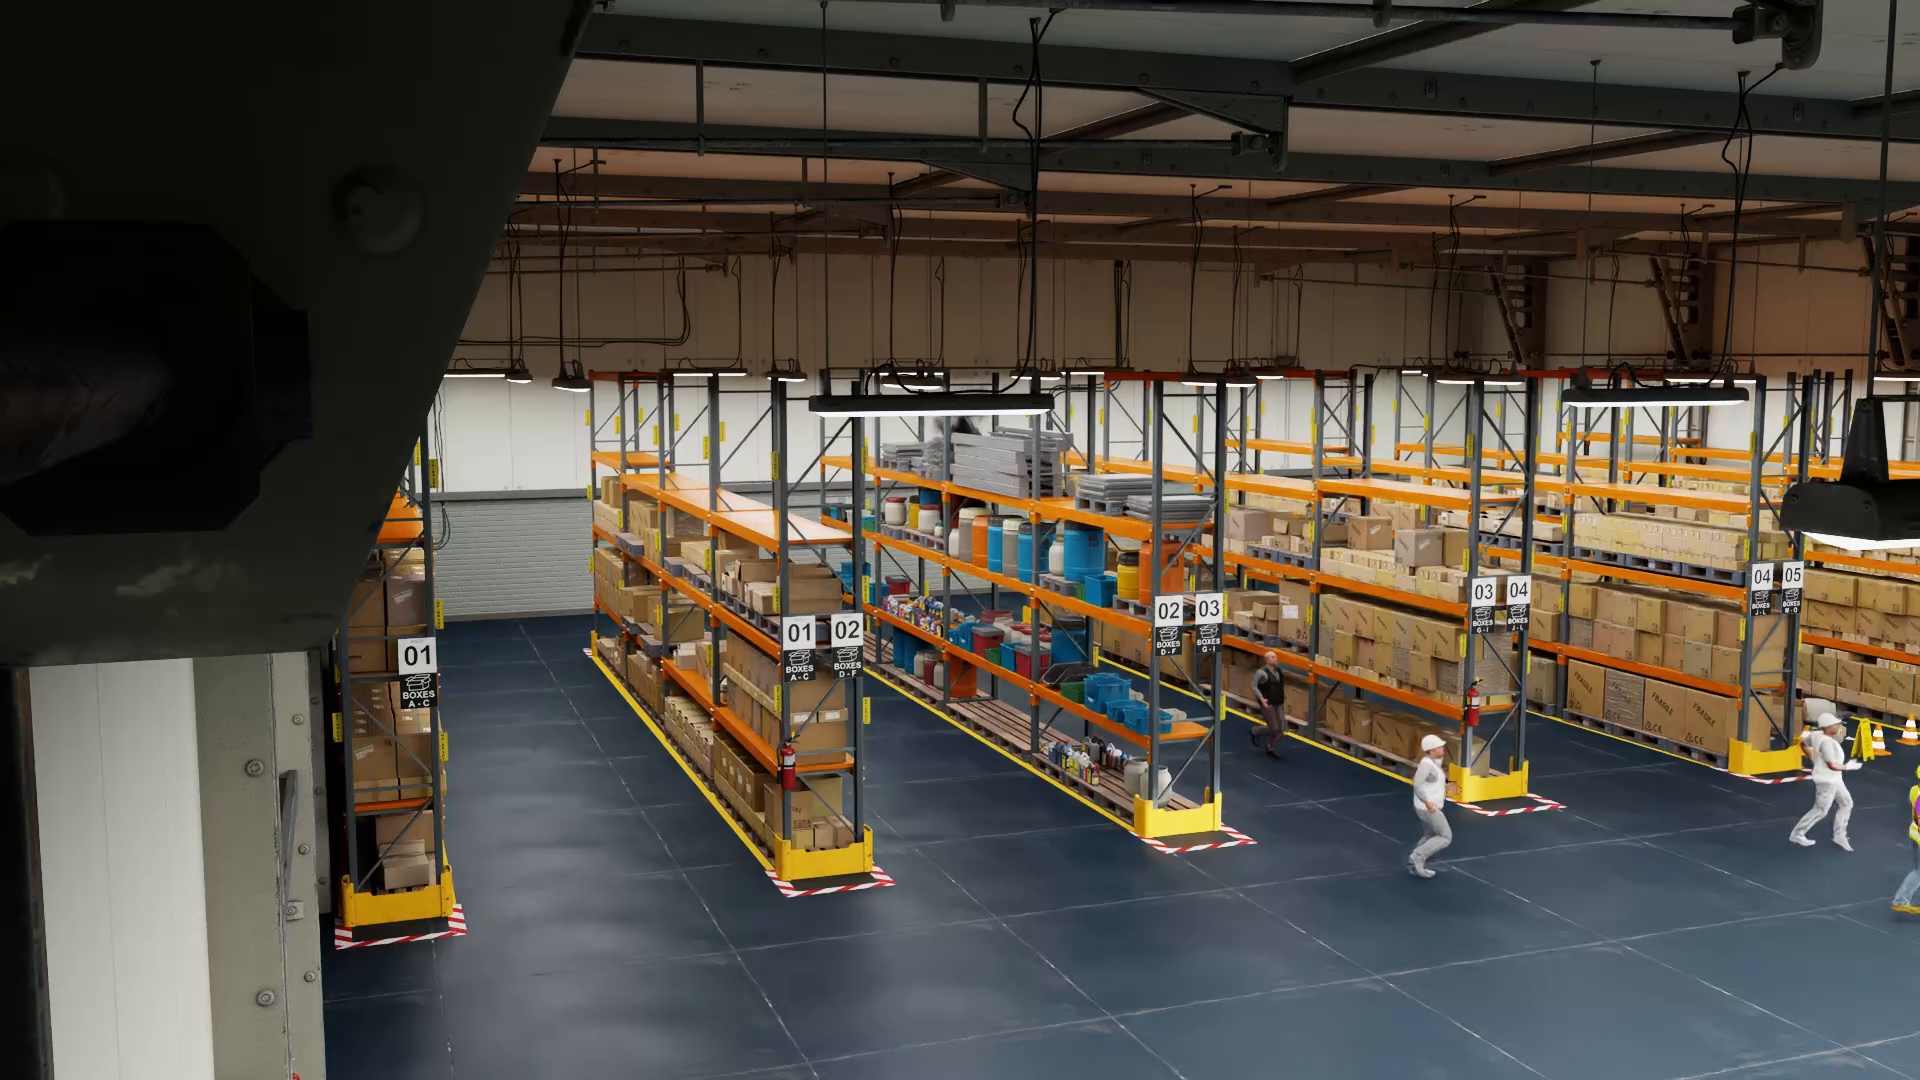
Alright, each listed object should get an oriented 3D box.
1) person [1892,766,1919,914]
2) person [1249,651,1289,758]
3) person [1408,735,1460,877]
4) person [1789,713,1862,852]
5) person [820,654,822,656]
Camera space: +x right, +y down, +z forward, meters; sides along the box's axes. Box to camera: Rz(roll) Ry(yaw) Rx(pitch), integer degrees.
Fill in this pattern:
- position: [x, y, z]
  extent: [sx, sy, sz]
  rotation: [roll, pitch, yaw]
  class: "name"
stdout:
- position: [10.861, 3.390, 18.605]
  extent: [0.696, 1.809, 0.674]
  rotation: [1, 6, 7]
  class: "person"
- position: [4.860, 2.585, 26.197]
  extent: [0.611, 1.679, 0.586]
  rotation: [-5, 8, -35]
  class: "person"
- position: [5.759, 3.219, 20.155]
  extent: [0.584, 1.740, 0.645]
  rotation: [1, 7, 13]
  class: "person"
- position: [11.065, 3.098, 21.254]
  extent: [0.775, 1.820, 0.691]
  rotation: [3, 7, 23]
  class: "person"
- position: [-2.762, 2.111, 30.031]
  extent: [0.661, 1.746, 0.586]
  rotation: [-3, 7, -25]
  class: "person"
